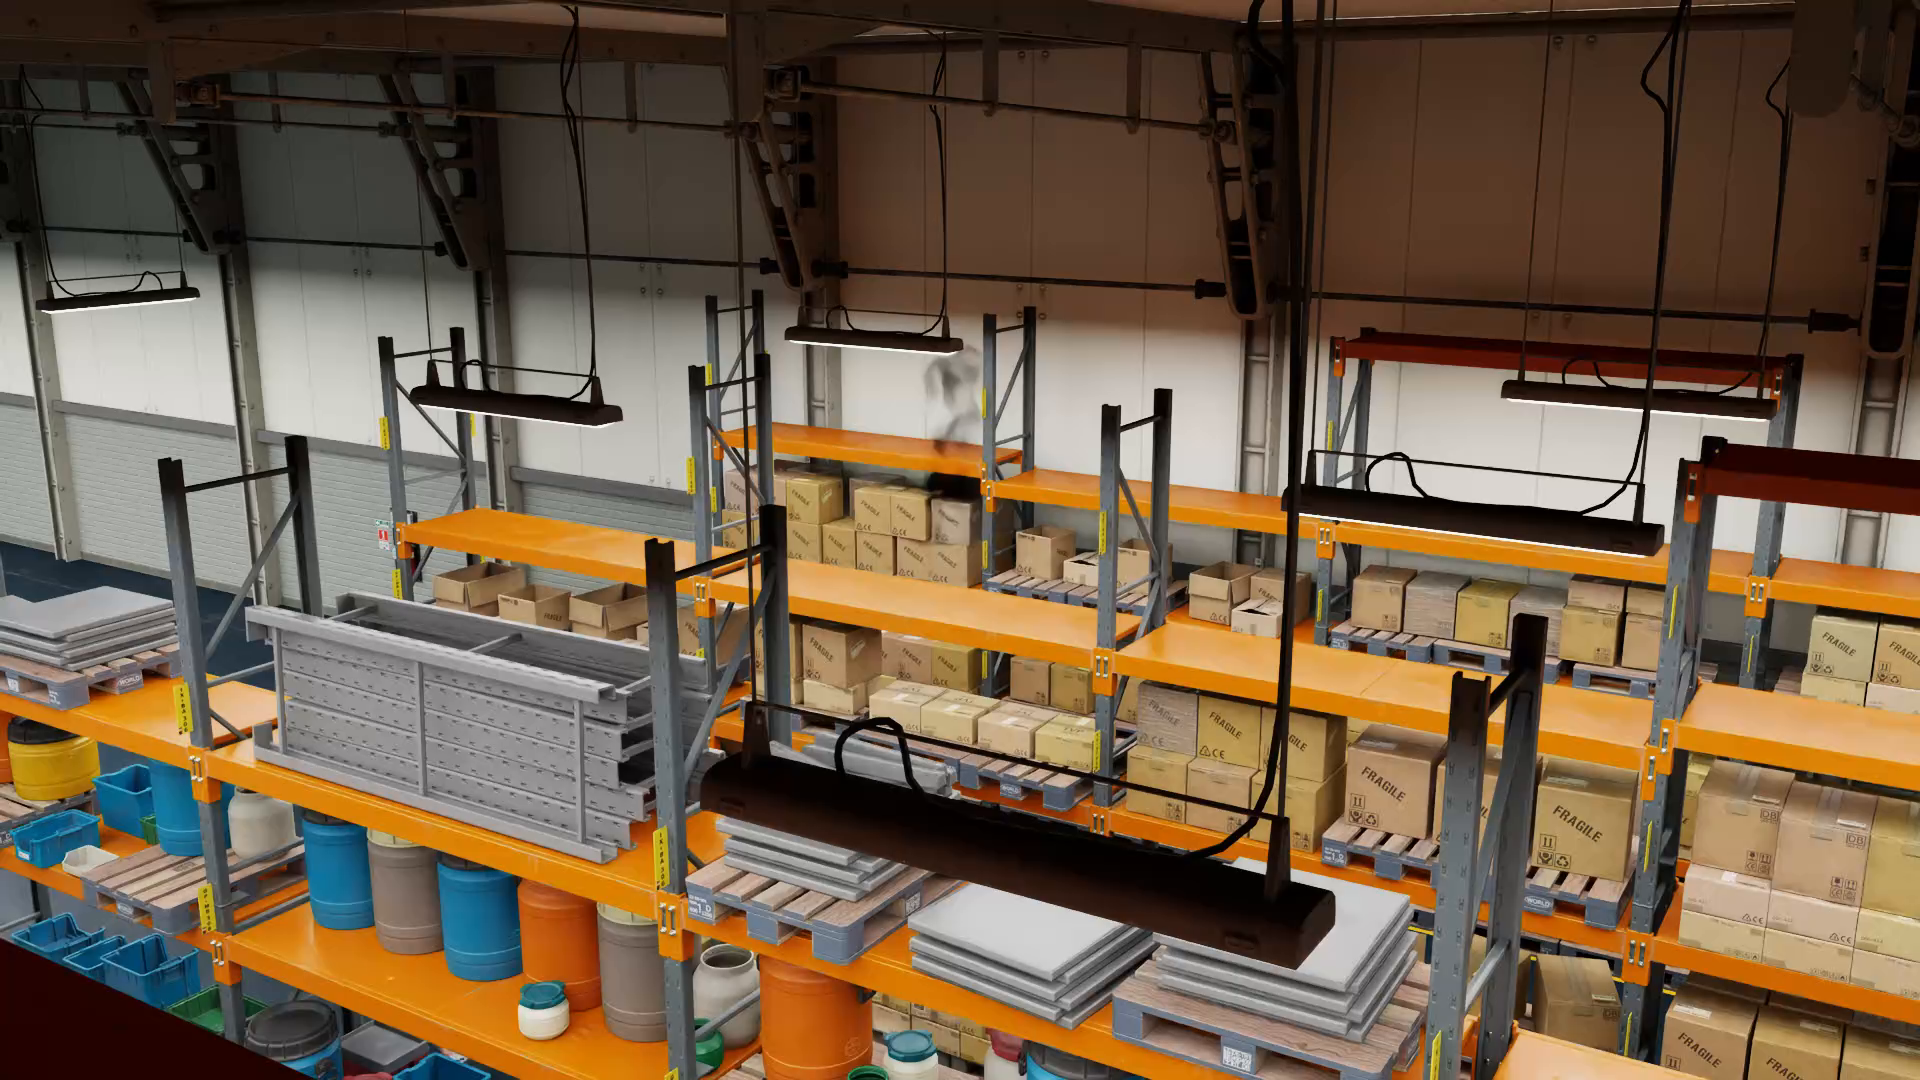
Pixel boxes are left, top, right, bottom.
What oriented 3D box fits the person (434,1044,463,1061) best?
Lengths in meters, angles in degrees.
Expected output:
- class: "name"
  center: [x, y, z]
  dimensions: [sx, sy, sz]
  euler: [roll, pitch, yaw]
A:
- class: "person"
  center: [-4.714, 3.809, 14.427]
  dimensions: [0.851, 1.703, 0.499]
  euler: [4, 14, 14]
